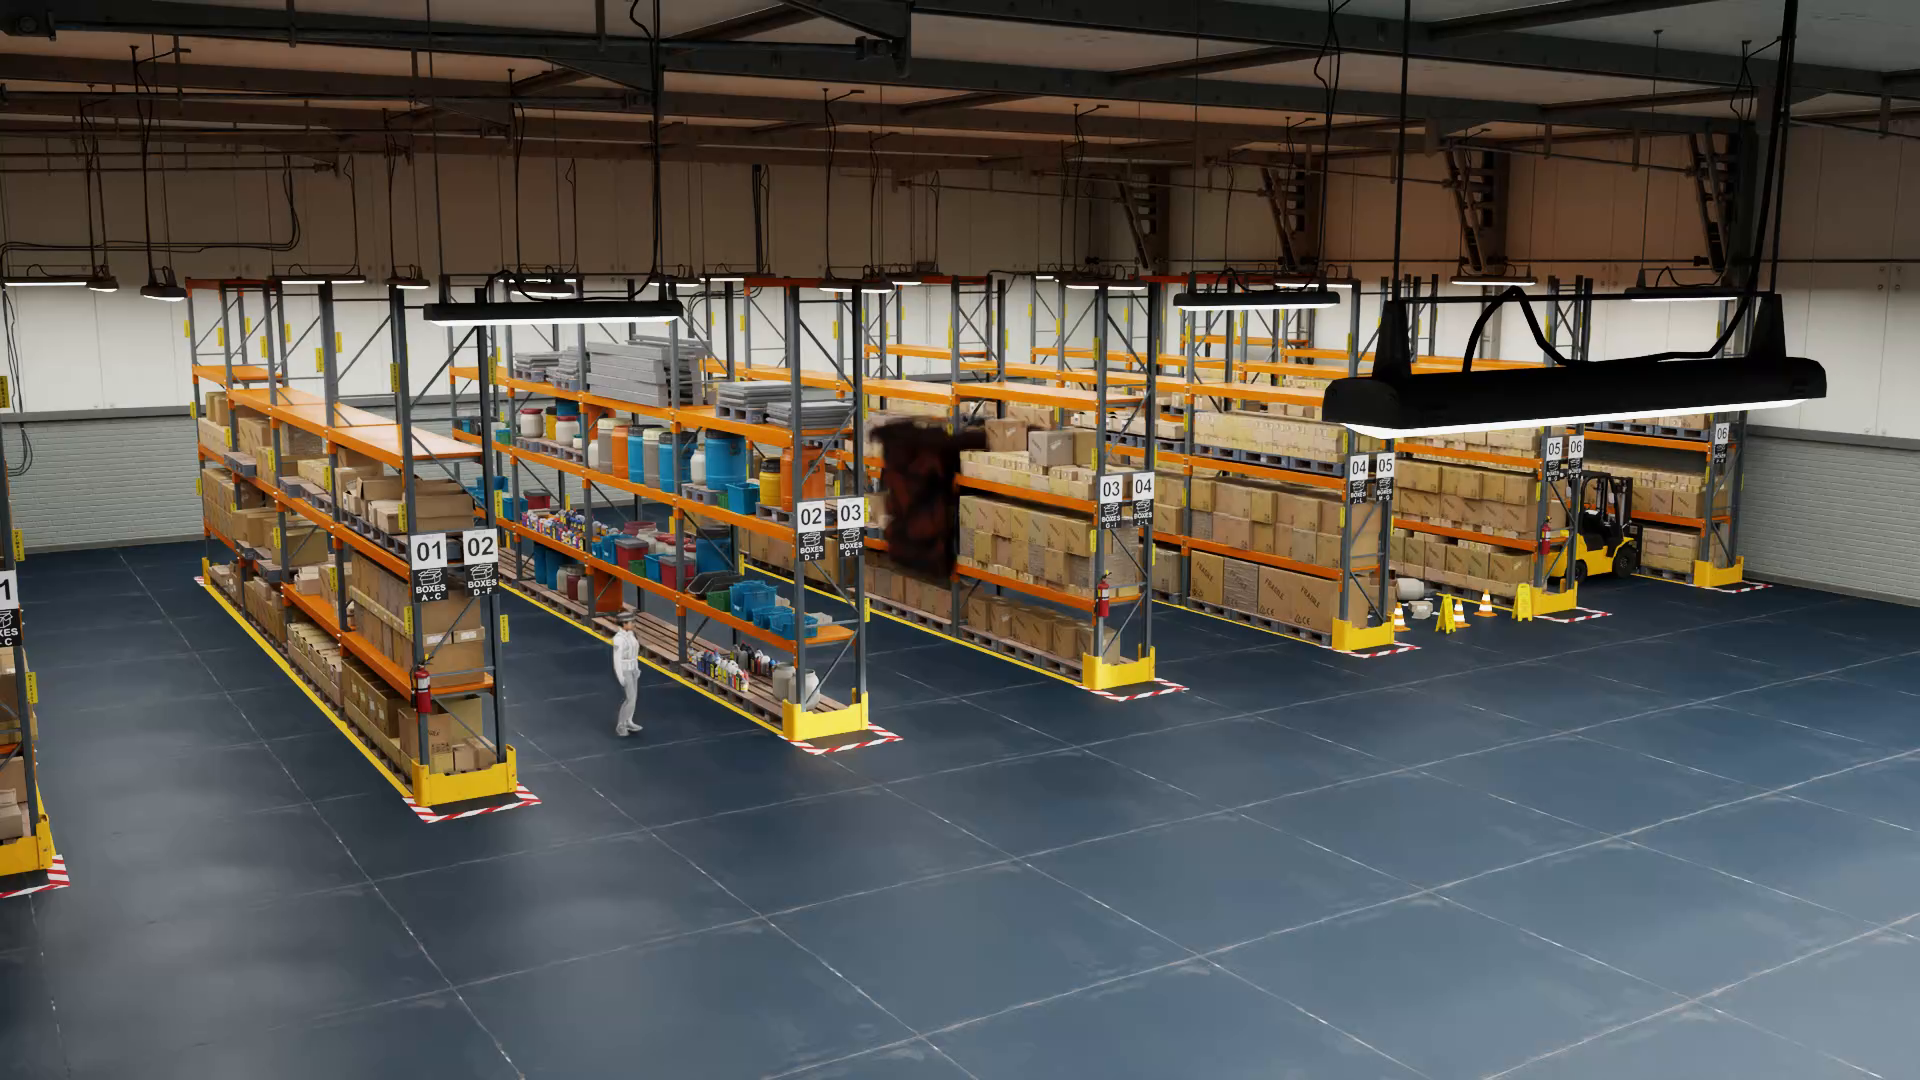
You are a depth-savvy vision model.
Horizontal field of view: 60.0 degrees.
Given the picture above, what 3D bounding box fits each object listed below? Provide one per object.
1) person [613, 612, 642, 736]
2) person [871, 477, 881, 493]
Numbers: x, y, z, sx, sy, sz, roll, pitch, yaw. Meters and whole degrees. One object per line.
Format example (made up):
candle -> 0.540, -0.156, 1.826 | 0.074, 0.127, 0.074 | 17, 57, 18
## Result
person -> -4.506, 1.810, 22.506 | 0.348, 1.723, 0.541 | 2, 10, 10
person -> -1.979, -1.560, 42.243 | 0.516, 1.654, 0.629 | 8, 13, 40
